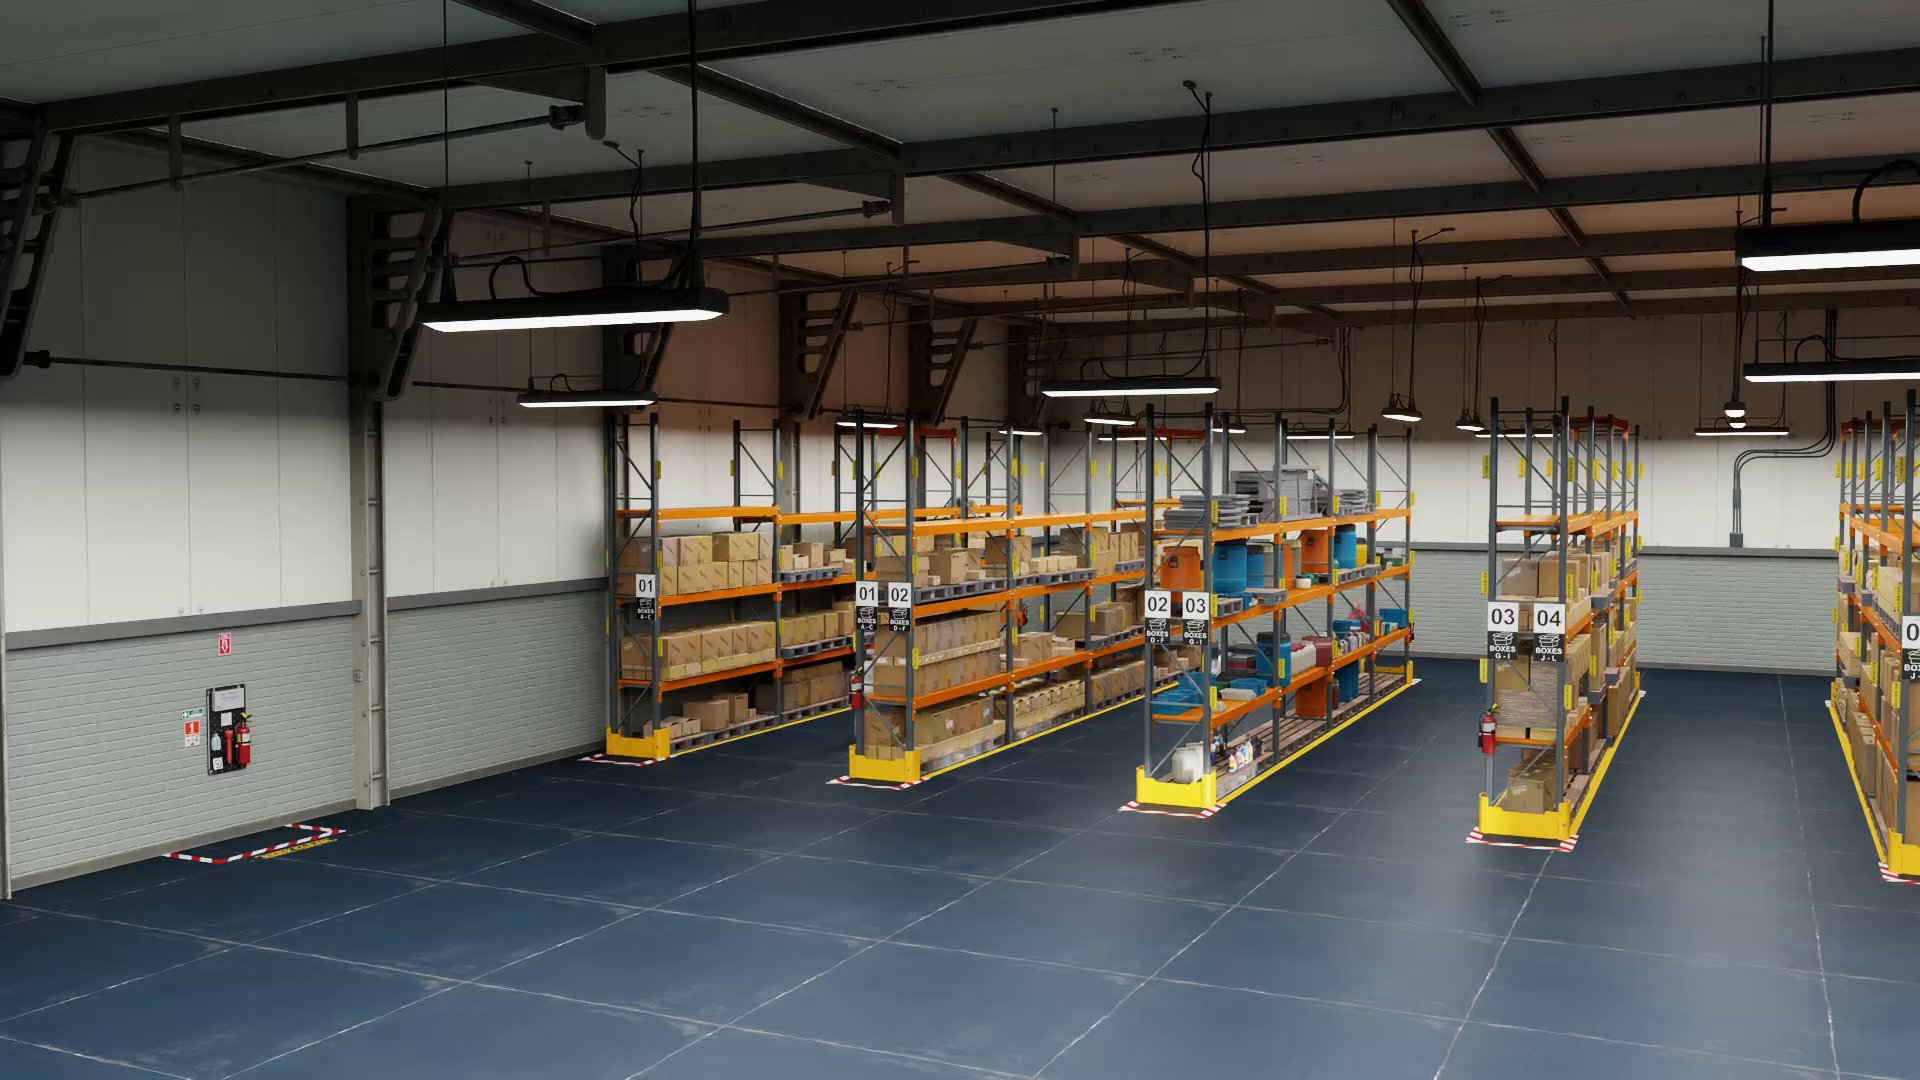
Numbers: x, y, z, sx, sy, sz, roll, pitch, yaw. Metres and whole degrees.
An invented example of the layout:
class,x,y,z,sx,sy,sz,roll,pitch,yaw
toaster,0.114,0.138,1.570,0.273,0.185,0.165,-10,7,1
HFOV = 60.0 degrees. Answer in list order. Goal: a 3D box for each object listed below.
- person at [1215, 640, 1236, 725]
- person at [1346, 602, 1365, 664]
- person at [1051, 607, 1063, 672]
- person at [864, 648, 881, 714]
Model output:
class,x,y,z,sx,sy,sz,roll,pitch,yaw
person,5.210,2.810,32.525,0.529,1.746,0.516,-1,2,-14
person,9.890,2.385,41.732,0.630,1.672,0.979,1,3,24
person,2.435,2.468,41.122,0.336,1.608,0.495,2,3,41
person,-1.617,2.871,31.083,0.466,1.699,0.483,-1,3,-31
